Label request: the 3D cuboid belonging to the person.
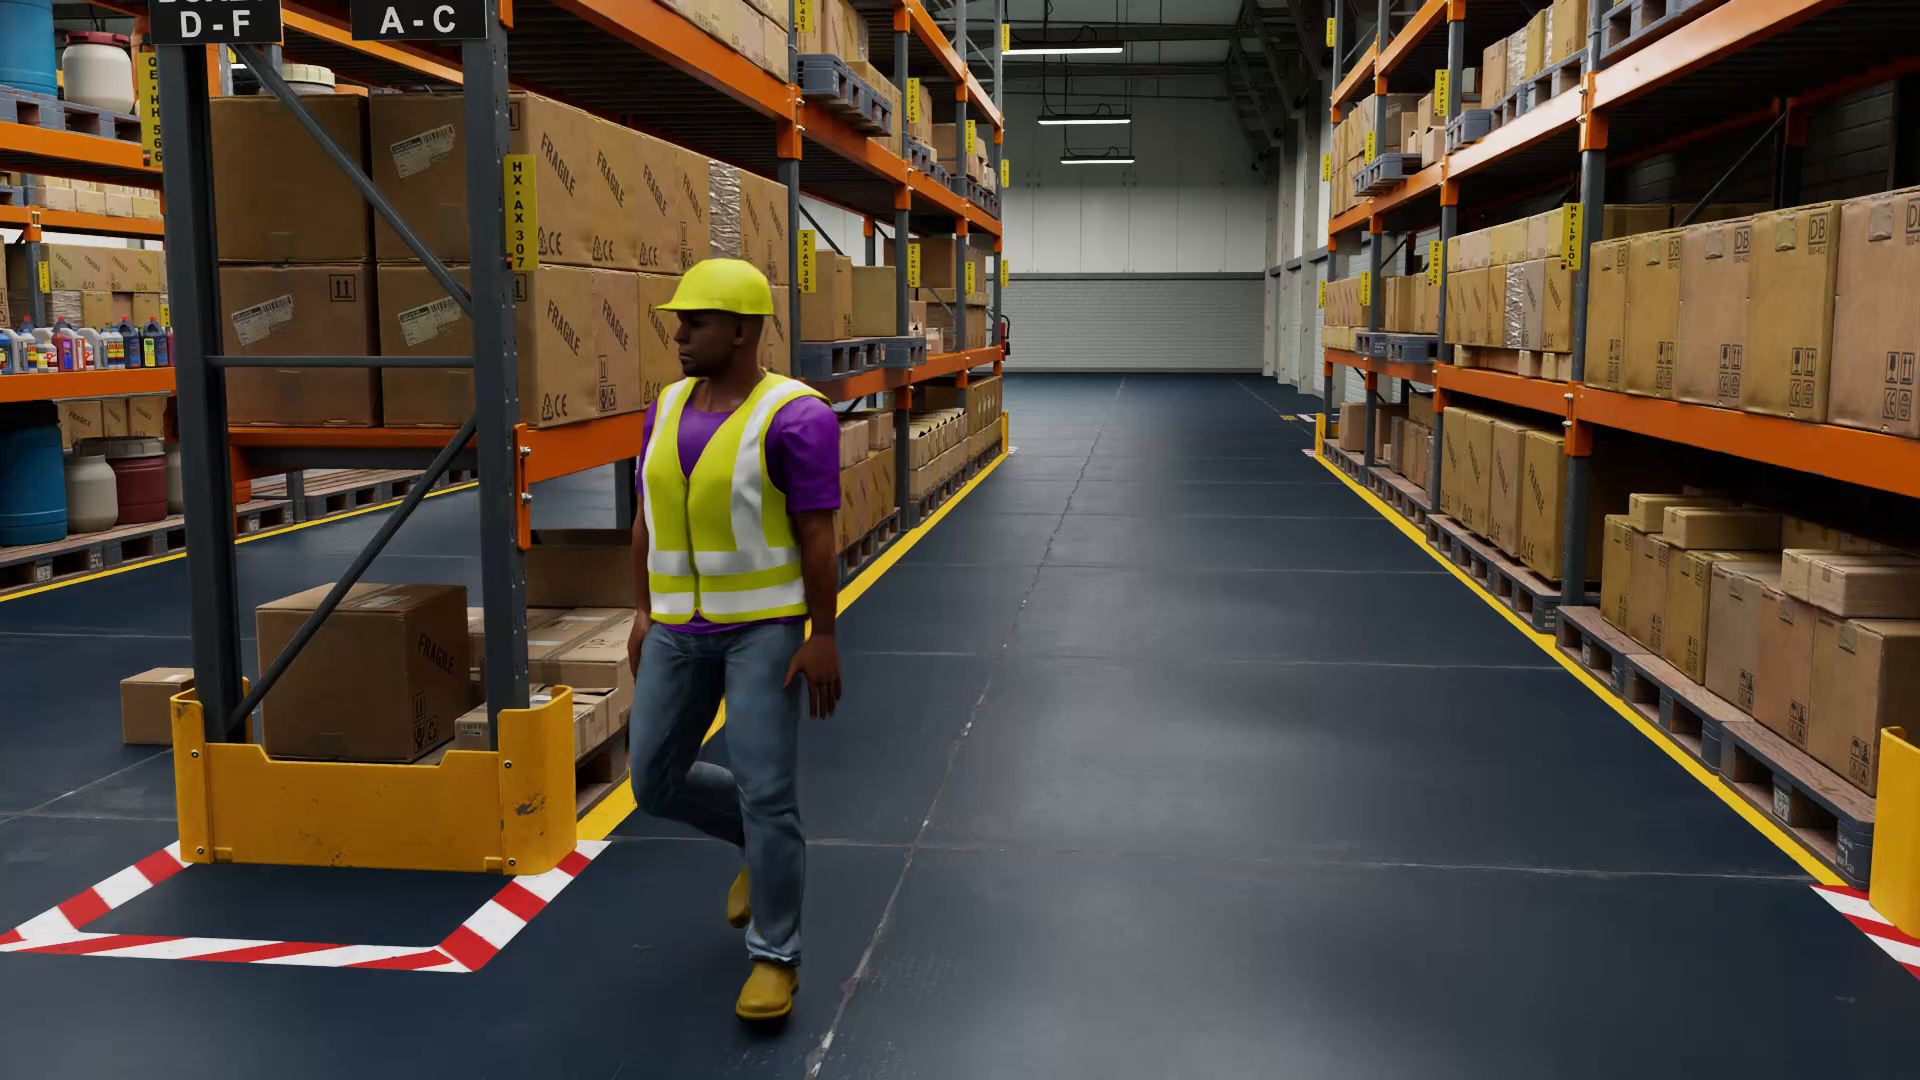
[{"bbox_3d":[-0.543,0.203,4.052,0.617,1.754,0.655,3,8,24],"label":"person"}]
